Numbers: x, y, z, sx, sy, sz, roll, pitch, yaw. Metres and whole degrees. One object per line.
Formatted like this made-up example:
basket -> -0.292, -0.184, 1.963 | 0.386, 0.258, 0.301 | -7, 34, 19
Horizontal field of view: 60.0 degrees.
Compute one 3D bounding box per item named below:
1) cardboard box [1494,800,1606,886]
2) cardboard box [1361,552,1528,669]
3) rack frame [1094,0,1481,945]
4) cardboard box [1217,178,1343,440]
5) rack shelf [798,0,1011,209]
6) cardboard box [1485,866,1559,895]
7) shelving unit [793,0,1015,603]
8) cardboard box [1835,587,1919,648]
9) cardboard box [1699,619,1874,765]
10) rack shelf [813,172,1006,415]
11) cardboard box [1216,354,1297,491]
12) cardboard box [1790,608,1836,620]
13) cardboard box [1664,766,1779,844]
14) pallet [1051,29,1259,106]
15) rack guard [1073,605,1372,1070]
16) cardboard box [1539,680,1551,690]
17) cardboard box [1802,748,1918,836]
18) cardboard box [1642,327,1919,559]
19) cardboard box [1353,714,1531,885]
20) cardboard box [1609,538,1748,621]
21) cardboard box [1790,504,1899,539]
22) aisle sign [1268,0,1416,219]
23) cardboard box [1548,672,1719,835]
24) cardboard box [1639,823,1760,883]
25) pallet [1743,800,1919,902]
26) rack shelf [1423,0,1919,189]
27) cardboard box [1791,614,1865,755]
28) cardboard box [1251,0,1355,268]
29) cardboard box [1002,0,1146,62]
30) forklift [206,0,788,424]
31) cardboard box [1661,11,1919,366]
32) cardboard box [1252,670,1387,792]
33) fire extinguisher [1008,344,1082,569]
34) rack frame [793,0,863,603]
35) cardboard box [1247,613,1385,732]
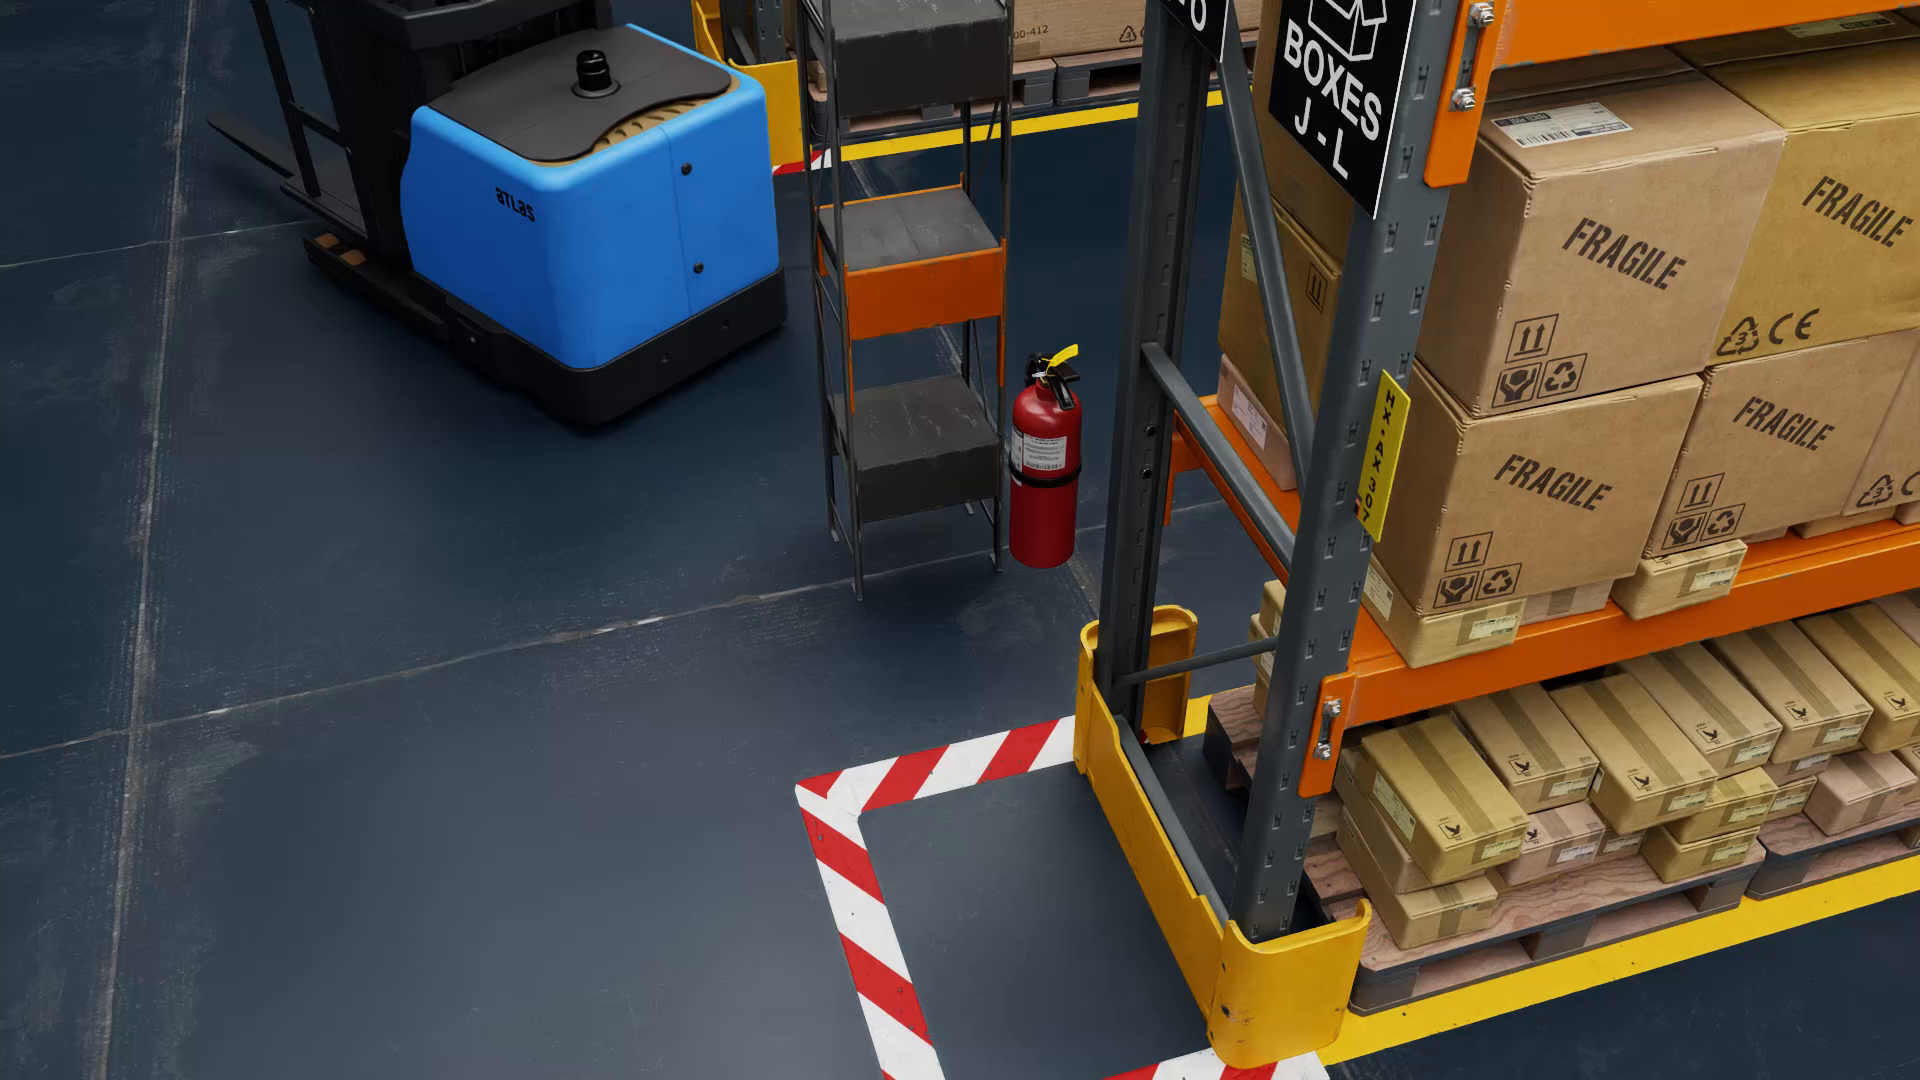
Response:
cardboard box -> 1.445, 0.680, 4.313 | 0.250, 0.149, 0.380 | -12, 43, -13
cardboard box -> 0.997, 0.074, 3.576 | 0.250, 0.149, 0.380 | -12, 43, -13
rack frame -> 0.590, -0.162, 3.656 | 0.127, 3.000, 1.000 | -12, 42, -13
cardboard box -> 0.941, -0.562, 3.811 | 0.500, 0.500, 0.500 | -11, 42, -12
rack shelf -> -0.158, -1.275, 4.570 | 0.480, 0.518, 0.431 | -12, 42, -13
cardboard box -> 1.411, 0.748, 4.462 | 0.250, 0.149, 0.380 | -12, 43, -13
shelving unit -> -0.158, -0.758, 5.022 | 0.503, 2.100, 0.431 | -12, 42, -13
cardboard box -> 2.652, 0.257, 4.572 | 0.250, 0.149, 0.380 | -12, 42, -13
cardboard box -> 2.176, 0.390, 4.420 | 0.250, 0.149, 0.380 | -10, 42, -11
rack shelf -> -0.158, -0.748, 5.031 | 0.480, 0.518, 0.431 | -12, 42, -13
cardboard box -> 0.816, -0.309, 4.015 | 0.250, 0.149, 0.380 | -12, 42, -13
cardboard box -> 2.508, 0.215, 5.072 | 0.250, 0.149, 0.380 | -11, 42, -12
cardboard box -> 1.929, 0.594, 4.412 | 0.250, 0.149, 0.380 | -10, 42, -12
pallet -> 0.907, -2.644, 8.616 | 1.213, 0.211, 1.003 | -12, 42, -13
rack guard -> 0.662, 0.764, 4.495 | 0.348, 0.500, 1.175 | -12, 42, -13
cardboard box -> 1.522, 0.406, 4.853 | 0.250, 0.149, 0.380 | -12, 43, -13
cardboard box -> 2.401, 0.608, 4.622 | 0.250, 0.149, 0.380 | -14, 43, -15
cardboard box -> 1.604, -0.349, 3.567 | 0.500, 0.500, 0.500 | -12, 42, -13
cardboard box -> 1.191, 0.639, 4.134 | 0.250, 0.149, 0.380 | -14, 43, -15
cardboard box -> 1.500, -0.022, 3.686 | 0.250, 0.149, 0.380 | -13, 43, -14
cardboard box -> 1.972, -0.197, 3.887 | 0.250, 0.149, 0.380 | -12, 43, -13
aisle sign -> 0.610, -0.938, 2.568 | 0.004, 0.787, 0.394 | -12, 42, -13
cardboard box -> 1.697, 0.540, 4.248 | 0.250, 0.149, 0.380 | -12, 43, -13
cardboard box -> 1.922, 0.712, 4.502 | 0.250, 0.149, 0.380 | -11, 42, -13
pallet -> 2.609, 0.496, 5.022 | 1.213, 0.211, 1.003 | -12, 42, -13
rack shelf -> 2.497, -1.416, 3.358 | 4.000, 0.370, 1.077 | -12, 42, -13
cardboard box -> 2.400, 0.402, 4.632 | 0.250, 0.149, 0.380 | -10, 42, -11
cardboard box -> 0.951, -0.935, 3.478 | 0.500, 0.500, 0.500 | -13, 43, -14
cardboard box -> 0.476, -2.821, 8.327 | 0.875, 0.438, 0.875 | -11, 42, -12
forklift -> -2.120, -2.371, 6.236 | 3.031, 2.935, 1.130 | 31, 50, 30
cardboard box -> 1.577, -0.714, 3.226 | 0.500, 0.500, 0.500 | -11, 42, -12
cardboard box -> 1.029, 0.518, 4.724 | 0.250, 0.149, 0.380 | -11, 42, -12
fire extinguisher -> 0.211, -0.232, 4.078 | 0.183, 0.674, 0.296 | -12, 42, -13
rack frame -> -0.391, -0.710, 4.967 | 0.015, 2.100, 0.400 | -12, 42, -13
cardboard box -> 1.007, 0.358, 4.682 | 0.250, 0.149, 0.380 | -13, 43, -14
